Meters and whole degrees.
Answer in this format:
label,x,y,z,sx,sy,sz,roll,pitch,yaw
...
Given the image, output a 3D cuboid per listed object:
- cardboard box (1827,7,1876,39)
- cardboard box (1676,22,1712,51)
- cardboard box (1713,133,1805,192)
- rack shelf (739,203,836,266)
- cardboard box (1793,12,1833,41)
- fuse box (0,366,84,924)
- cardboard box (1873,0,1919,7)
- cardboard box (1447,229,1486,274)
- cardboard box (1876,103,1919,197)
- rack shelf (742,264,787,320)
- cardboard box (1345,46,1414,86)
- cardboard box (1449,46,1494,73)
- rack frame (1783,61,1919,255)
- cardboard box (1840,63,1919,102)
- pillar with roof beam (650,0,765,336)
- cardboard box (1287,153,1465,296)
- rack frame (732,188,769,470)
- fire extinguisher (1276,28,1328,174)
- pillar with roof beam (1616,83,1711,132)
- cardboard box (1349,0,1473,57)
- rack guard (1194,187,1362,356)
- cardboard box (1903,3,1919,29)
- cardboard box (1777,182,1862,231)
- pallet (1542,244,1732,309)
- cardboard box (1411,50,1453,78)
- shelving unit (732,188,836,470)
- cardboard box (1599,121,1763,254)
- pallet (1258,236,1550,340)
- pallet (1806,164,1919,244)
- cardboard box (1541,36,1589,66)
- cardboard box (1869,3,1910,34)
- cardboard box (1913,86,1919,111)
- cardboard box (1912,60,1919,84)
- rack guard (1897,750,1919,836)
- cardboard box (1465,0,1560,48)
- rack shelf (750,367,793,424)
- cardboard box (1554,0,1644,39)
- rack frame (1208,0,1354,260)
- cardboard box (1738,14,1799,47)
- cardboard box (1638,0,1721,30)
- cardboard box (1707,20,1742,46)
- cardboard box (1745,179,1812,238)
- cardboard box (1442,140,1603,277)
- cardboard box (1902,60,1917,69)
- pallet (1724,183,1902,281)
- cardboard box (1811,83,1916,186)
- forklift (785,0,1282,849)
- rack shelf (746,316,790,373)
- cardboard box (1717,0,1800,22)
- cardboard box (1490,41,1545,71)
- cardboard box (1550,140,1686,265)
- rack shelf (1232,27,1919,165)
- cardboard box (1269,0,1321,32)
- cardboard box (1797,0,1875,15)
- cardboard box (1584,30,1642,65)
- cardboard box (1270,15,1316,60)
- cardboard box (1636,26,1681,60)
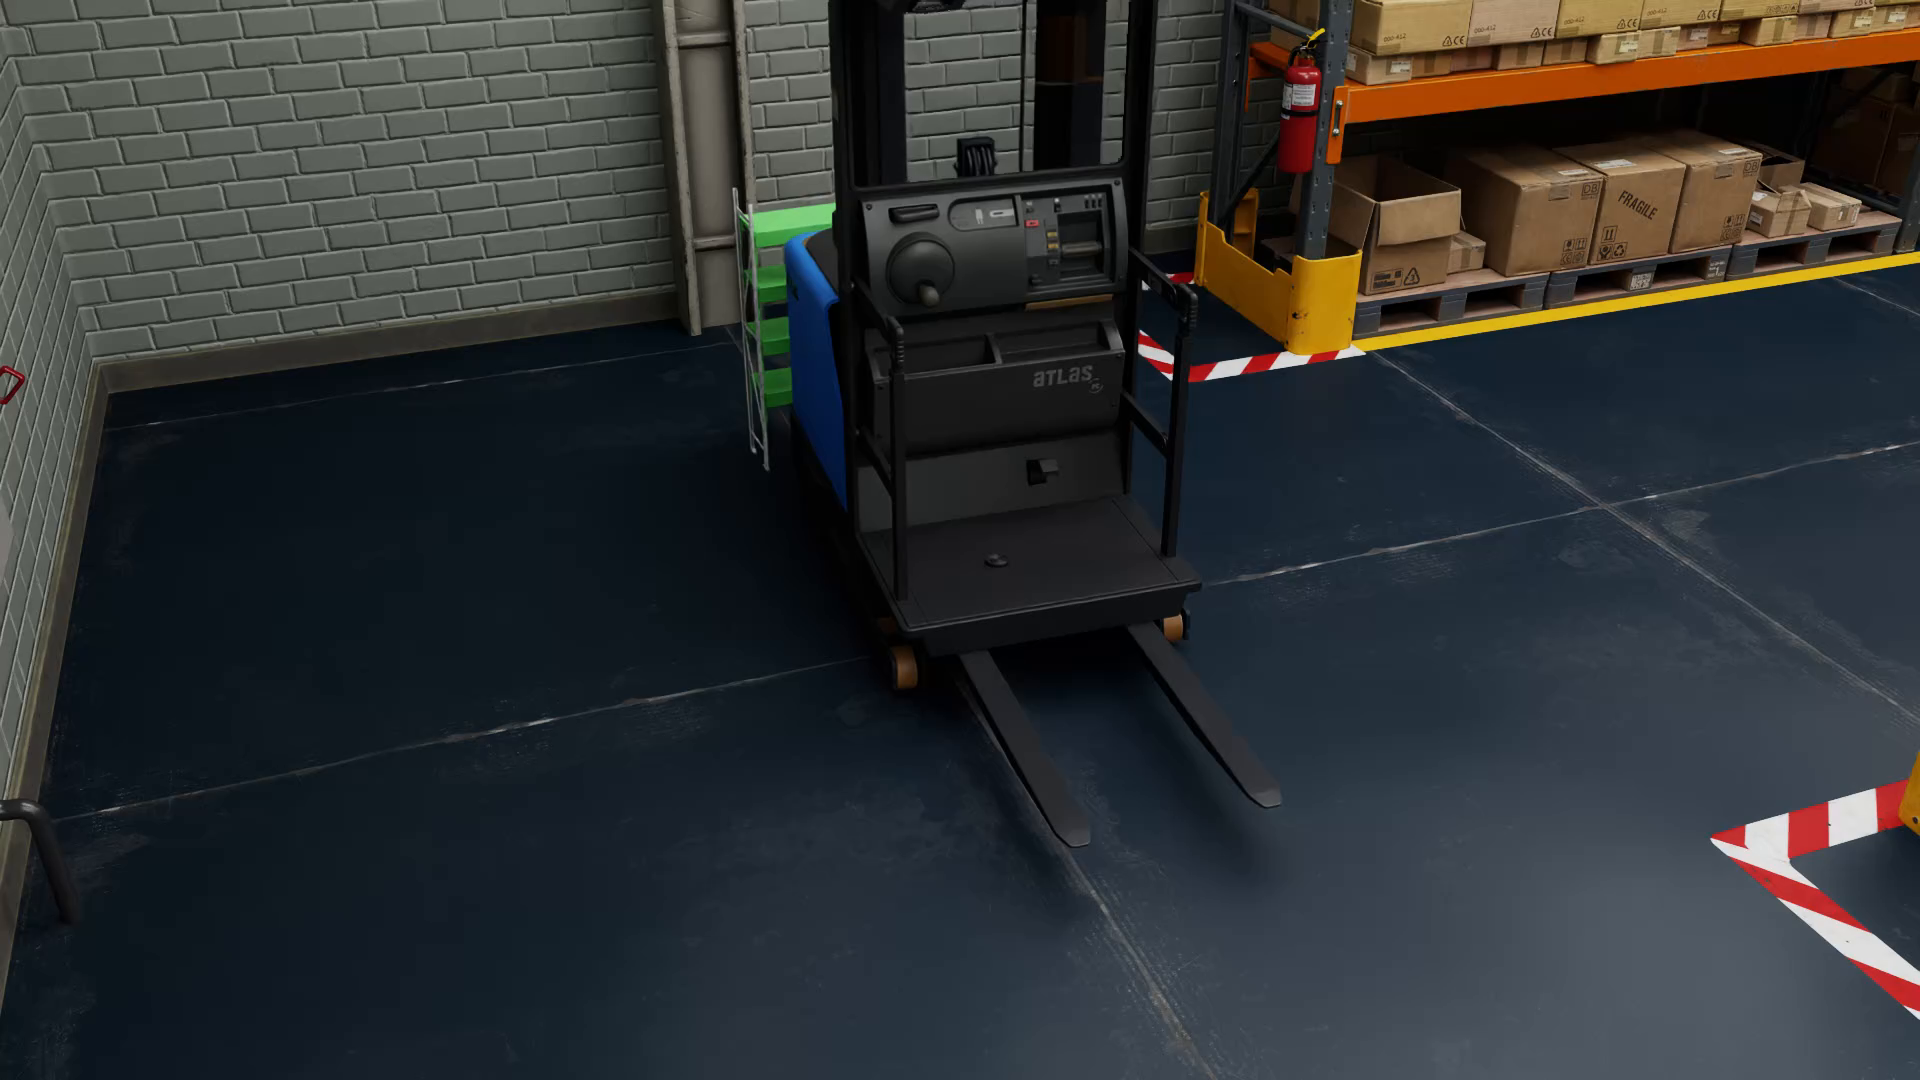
label,x,y,z,sx,sy,sz,roll,pitch,yaw
cardboard box,4.646,-2.809,8.904,0.250,0.149,0.380,-10,31,-16
cardboard box,3.665,-2.662,8.646,0.250,0.149,0.380,-11,31,-18
cardboard box,4.627,-2.211,9.893,0.500,0.311,0.500,-9,31,-16
rack shelf,-0.665,-1.291,6.964,0.480,0.148,0.258,-12,32,-20
cardboard box,4.391,-2.777,8.847,0.250,0.149,0.380,-10,31,-16
fuse box,-2.558,0.335,4.433,0.414,1.711,0.539,-10,31,-18
cardboard box,4.936,-3.065,8.950,0.500,0.250,0.500,-10,31,-16
cardboard box,2.598,-1.572,8.935,0.250,0.149,0.380,-12,32,-20
cardboard box,5.860,-2.277,9.818,0.500,0.500,0.500,-9,31,-15
rack shelf,-0.665,-1.083,7.083,0.480,0.148,0.258,-12,32,-20
cardboard box,1.983,-2.332,8.066,0.250,0.149,0.380,-11,31,-18
cardboard box,2.440,-2.458,8.289,0.250,0.149,0.380,-11,31,-18
rack frame,5.329,-3.202,9.340,0.127,3.000,1.000,-10,31,-18
cardboard box,5.573,-2.777,10.040,0.250,0.149,0.380,-12,32,-20
pillar with roof beam,0.239,-3.073,3.054,0.400,9.000,9.100,-10,31,-18
cardboard box,2.186,-1.671,8.750,0.637,0.503,0.797,-12,32,-20
rack frame,-0.889,-0.883,7.087,0.015,1.200,0.240,-12,32,-20
fire extinguisher,1.603,-2.076,7.818,0.183,0.674,0.296,-10,31,-18
pillar with roof beam,5.863,-4.109,4.872,0.400,9.000,9.100,-10,31,-18
cardboard box,2.099,-2.529,8.009,0.500,0.250,0.500,-10,31,-17
rack guard,1.651,-1.438,8.769,0.348,0.500,1.175,-10,31,-18
cardboard box,5.118,-2.920,9.099,0.250,0.149,0.380,-10,31,-17
cardboard box,4.909,-1.913,9.533,0.250,0.149,0.380,-11,32,-19
pallet,3.539,-1.659,9.450,1.213,0.211,1.003,-10,31,-18
cardboard box,2.206,-2.397,8.181,0.250,0.149,0.380,-10,31,-16
shelving unit,-0.665,-0.930,7.170,0.503,1.200,0.258,-12,32,-20
cardboard box,3.974,-1.978,9.292,0.500,0.500,0.700,-12,32,-19
pallet,2.398,-1.451,9.083,1.213,0.211,1.003,-10,31,-18
pallet,6.078,-2.148,10.307,1.213,0.211,1.003,-10,31,-18
cardboard box,2.945,-2.522,8.400,0.250,0.149,0.380,-10,31,-17
cardboard box,4.881,-2.865,9.003,0.250,0.149,0.380,-10,31,-16
cardboard box,5.758,-2.518,9.586,0.250,0.149,0.380,-9,31,-15
cardboard box,5.736,-2.676,9.562,0.250,0.149,0.380,-11,31,-18
rack guard,3.291,0.881,4.698,0.348,0.500,1.175,-10,31,-18
cardboard box,2.571,-2.616,8.162,0.500,0.250,0.500,-10,31,-17
rack shelf,-0.665,-0.666,7.321,0.480,0.148,0.258,-12,32,-20
cardboard box,3.045,-2.705,8.318,0.500,0.250,0.500,-11,31,-19
rack frame,1.580,-2.511,8.128,0.127,3.000,1.000,-10,31,-18
cardboard box,4.161,-2.719,8.747,0.250,0.149,0.380,-11,31,-18
cardboard box,3.517,-2.803,8.491,0.500,0.250,0.500,-11,32,-19
cardboard box,3.880,-2.727,8.760,0.250,0.149,0.380,-10,31,-17
cardboard box,4.574,-1.902,9.396,0.258,0.266,0.396,-9,31,-16
cardboard box,3.001,-1.799,8.978,0.500,0.500,0.700,-9,31,-16
cardboard box,5.818,-2.825,10.124,0.250,0.149,0.380,-10,31,-18
pallet,4.685,-1.872,9.823,1.213,0.211,1.003,-10,31,-18
cardboard box,5.686,-2.520,10.244,0.500,0.500,0.500,-11,31,-18
forklift,0.192,-0.964,5.482,1.130,2.935,3.031,-9,31,-15
rack shelf,-0.665,-0.874,7.202,0.480,0.148,0.258,-12,32,-20
cardboard box,4.000,-2.891,8.646,0.500,0.250,0.500,-11,31,-18
cardboard box,2.698,-2.474,8.315,0.250,0.149,0.380,-9,31,-16
cardboard box,3.531,-1.844,9.057,0.500,0.500,0.500,-10,31,-17
rack shelf,3.454,-2.544,8.912,4.000,0.370,1.077,-10,31,-18
cardboard box,1.918,-2.778,8.447,0.500,0.250,0.500,-10,31,-16
cardboard box,4.472,-2.971,8.786,0.500,0.250,0.500,-10,31,-17
cardboard box,3.208,-2.531,8.416,0.250,0.149,0.380,-11,32,-19
cardboard box,1.797,-2.584,8.509,0.250,0.149,0.380,-11,31,-18
cardboard box,3.448,-2.586,8.512,0.250,0.149,0.380,-10,31,-16
